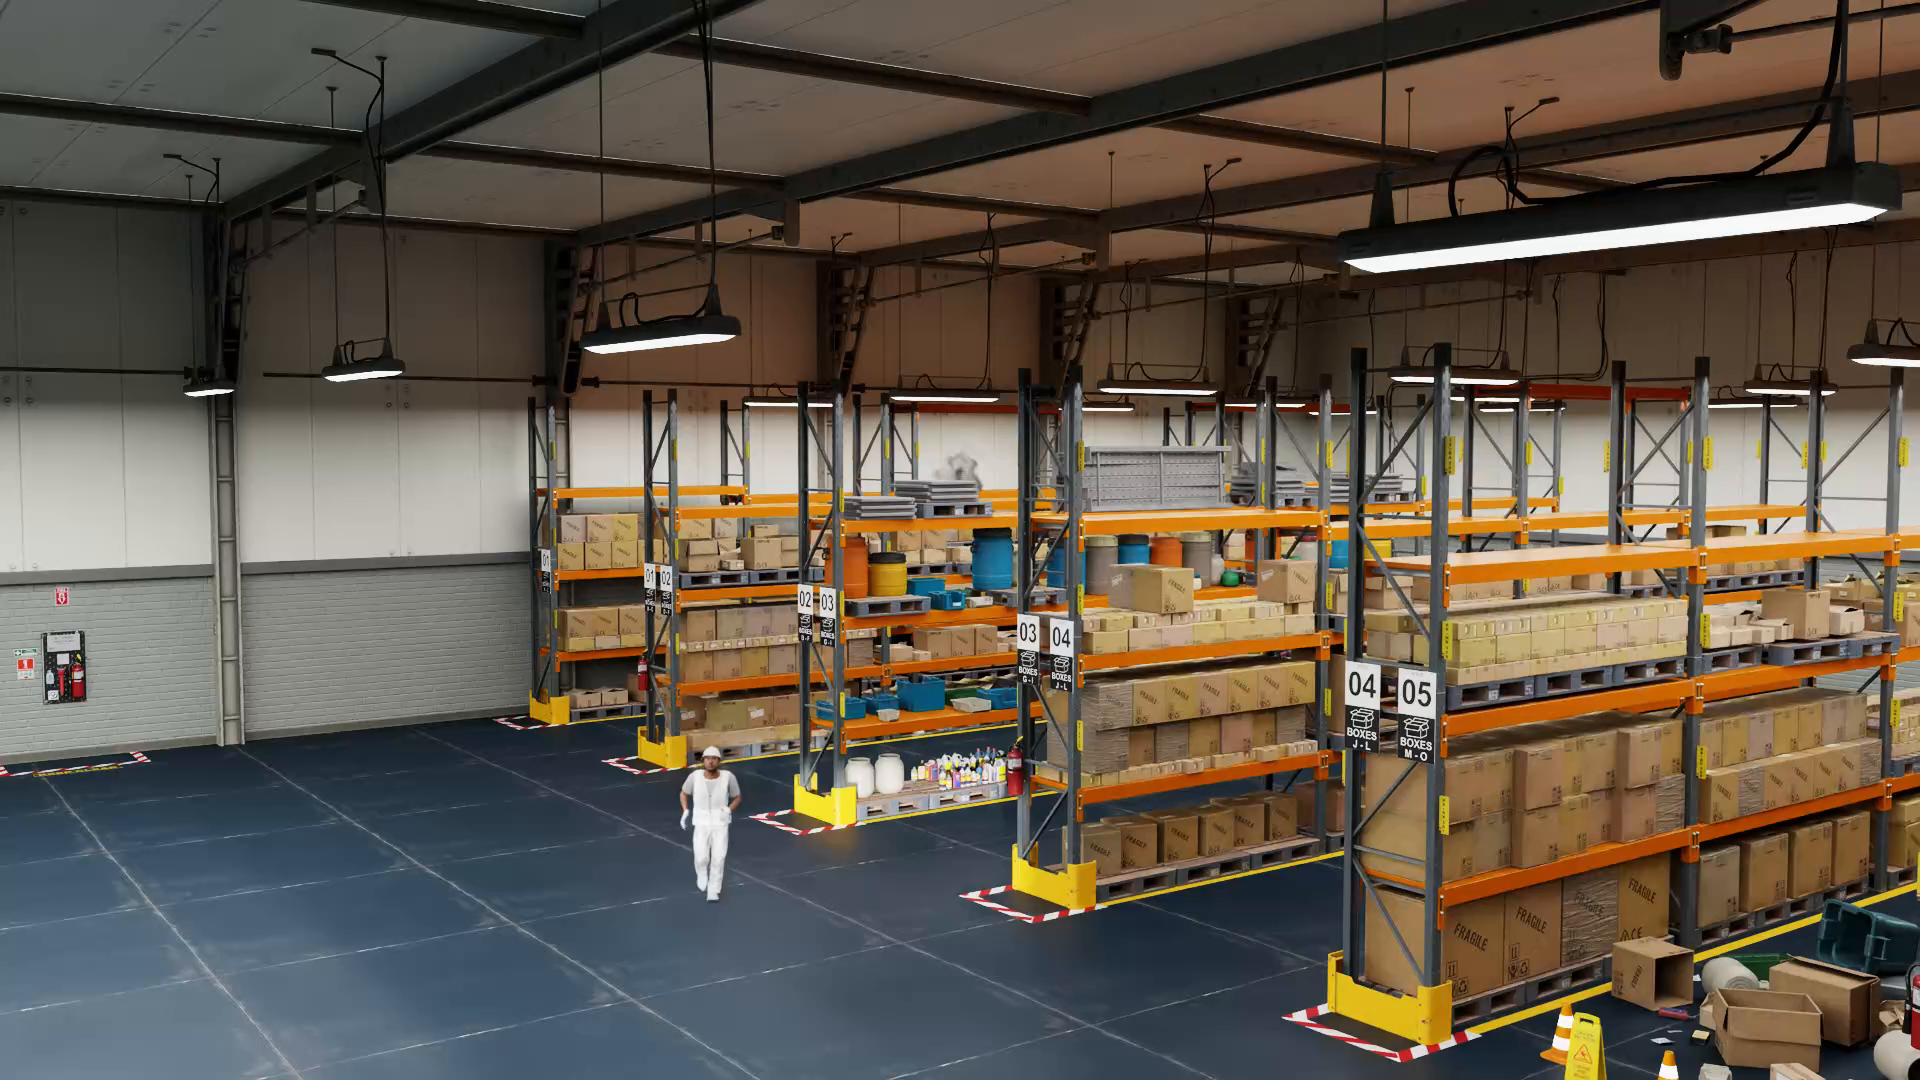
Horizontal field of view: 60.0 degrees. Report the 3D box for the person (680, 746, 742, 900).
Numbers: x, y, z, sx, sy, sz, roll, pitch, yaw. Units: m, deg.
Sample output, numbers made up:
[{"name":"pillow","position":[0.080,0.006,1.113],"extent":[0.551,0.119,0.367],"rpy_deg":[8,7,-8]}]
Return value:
[{"name":"person","position":[-2.796,3.195,18.655],"extent":[0.681,1.740,0.583],"rpy_deg":[0,3,-7]}]
